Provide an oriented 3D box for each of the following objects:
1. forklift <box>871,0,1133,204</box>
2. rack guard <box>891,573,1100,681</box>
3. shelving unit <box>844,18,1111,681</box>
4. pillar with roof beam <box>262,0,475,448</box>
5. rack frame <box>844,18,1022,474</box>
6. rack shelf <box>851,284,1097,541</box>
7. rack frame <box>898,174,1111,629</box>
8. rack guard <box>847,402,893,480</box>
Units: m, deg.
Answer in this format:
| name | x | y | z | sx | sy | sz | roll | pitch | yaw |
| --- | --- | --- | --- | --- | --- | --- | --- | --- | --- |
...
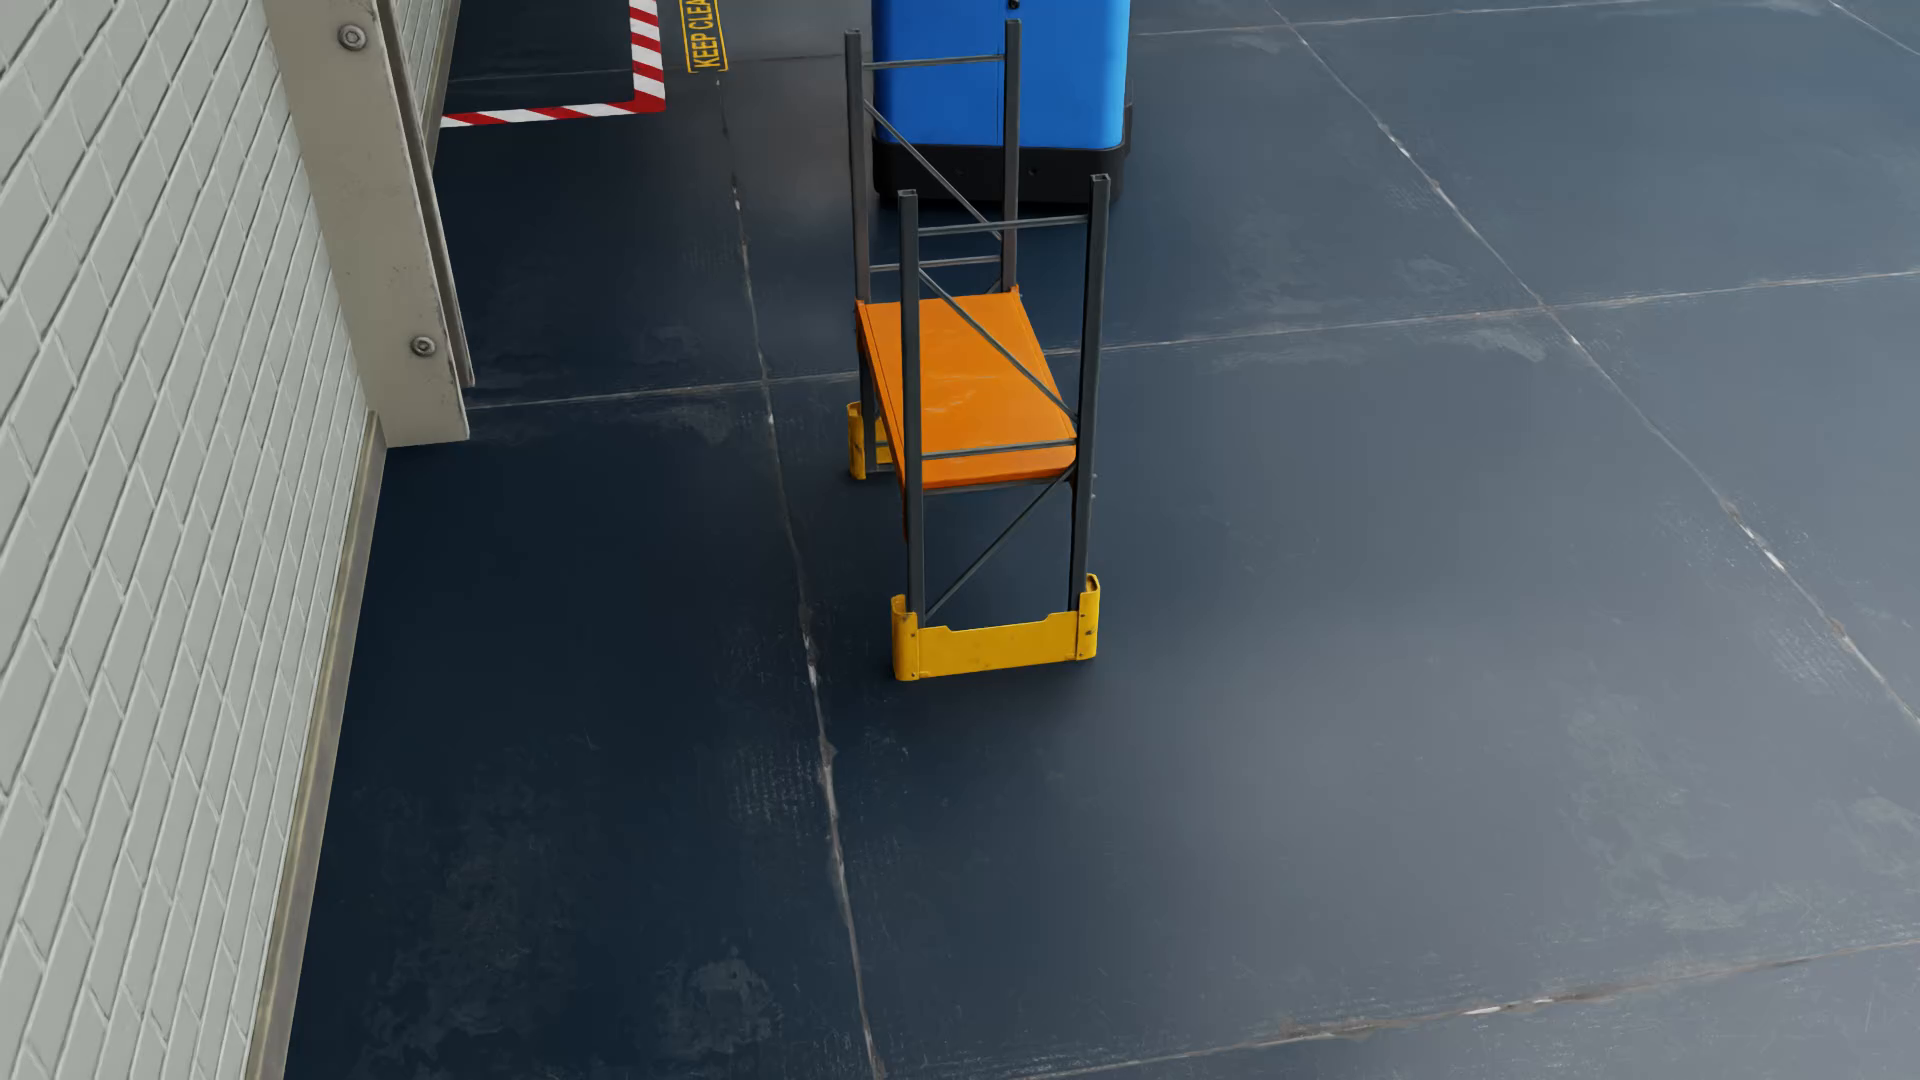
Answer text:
| name | x | y | z | sx | sy | sz | roll | pitch | yaw |
| --- | --- | --- | --- | --- | --- | --- | --- | --- | --- |
| forklift | 0.254 | -3.447 | 7.298 | 1.130 | 2.935 | 3.031 | 2 | 38 | 3 |
| rack guard | 0.101 | 0.248 | 4.727 | 0.587 | 0.250 | 0.087 | -6 | 38 | -8 |
| shelving unit | 0.013 | -0.546 | 4.731 | 0.587 | 1.500 | 1.083 | -6 | 38 | -8 |
| pillar with roof beam | 2.370 | -4.463 | 3.660 | 9.100 | 9.000 | 0.400 | -6 | 38 | -8 |
| rack frame | -0.074 | -0.848 | 5.119 | 0.500 | 1.500 | 0.032 | -6 | 38 | -8 |
| rack shelf | 0.015 | -0.399 | 4.834 | 0.538 | 0.185 | 1.000 | -6 | 38 | -8 |
| rack frame | 0.104 | -0.234 | 4.328 | 0.500 | 1.500 | 0.032 | -6 | 38 | -8 |
| rack guard | -0.074 | -0.353 | 5.501 | 0.587 | 0.250 | 0.087 | -6 | 38 | -8 |
